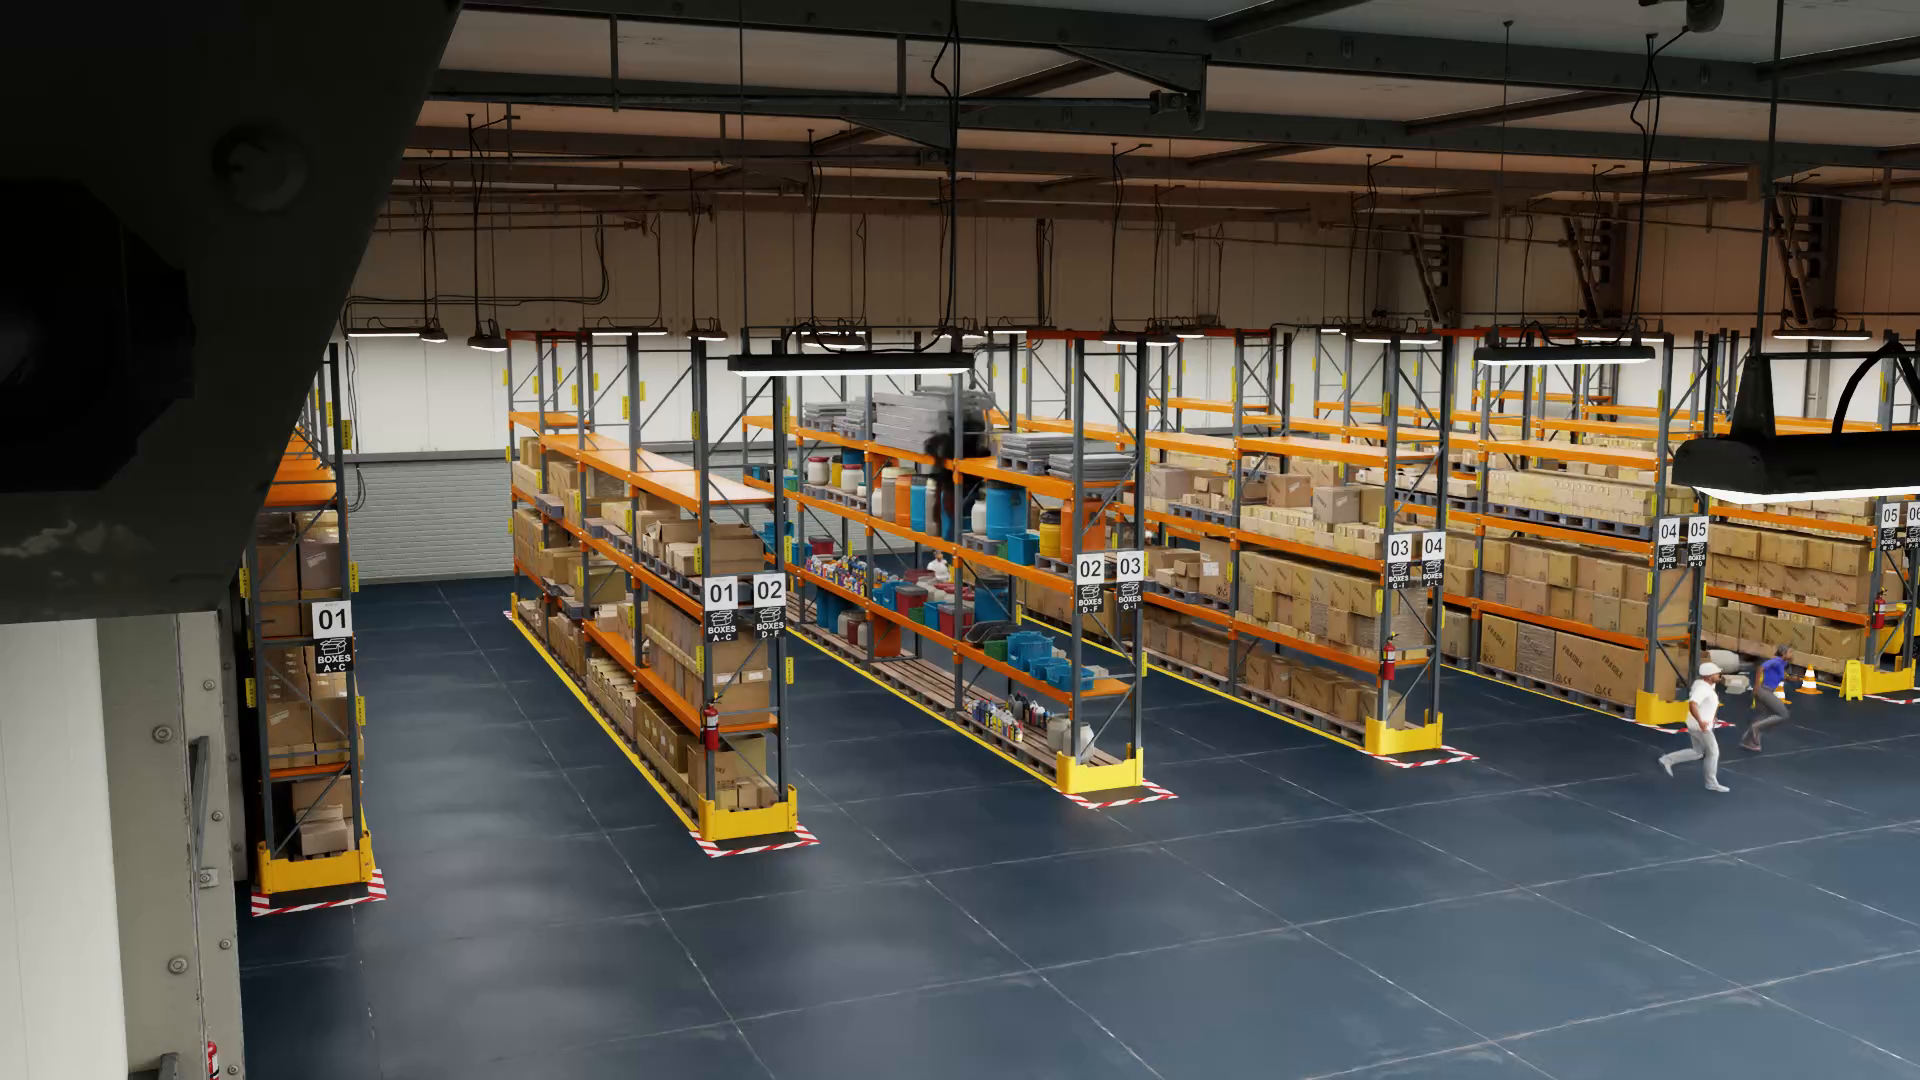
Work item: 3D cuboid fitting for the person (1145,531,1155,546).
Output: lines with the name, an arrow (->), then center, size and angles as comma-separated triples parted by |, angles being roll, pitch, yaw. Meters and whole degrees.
person -> 3.942, 0.688, 34.980 | 0.663, 1.749, 0.958 | -4, 9, -27

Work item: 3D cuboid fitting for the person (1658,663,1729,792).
person -> 9.807, 2.480, 22.121 | 0.902, 1.749, 0.726 | 2, 8, 17

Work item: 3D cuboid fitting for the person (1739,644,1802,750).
person -> 11.770, 2.279, 24.112 | 0.752, 1.577, 0.562 | 3, 8, 20

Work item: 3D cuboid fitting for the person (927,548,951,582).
person -> -0.443, 0.978, 33.267 | 0.621, 1.746, 0.880 | -4, 9, -27
